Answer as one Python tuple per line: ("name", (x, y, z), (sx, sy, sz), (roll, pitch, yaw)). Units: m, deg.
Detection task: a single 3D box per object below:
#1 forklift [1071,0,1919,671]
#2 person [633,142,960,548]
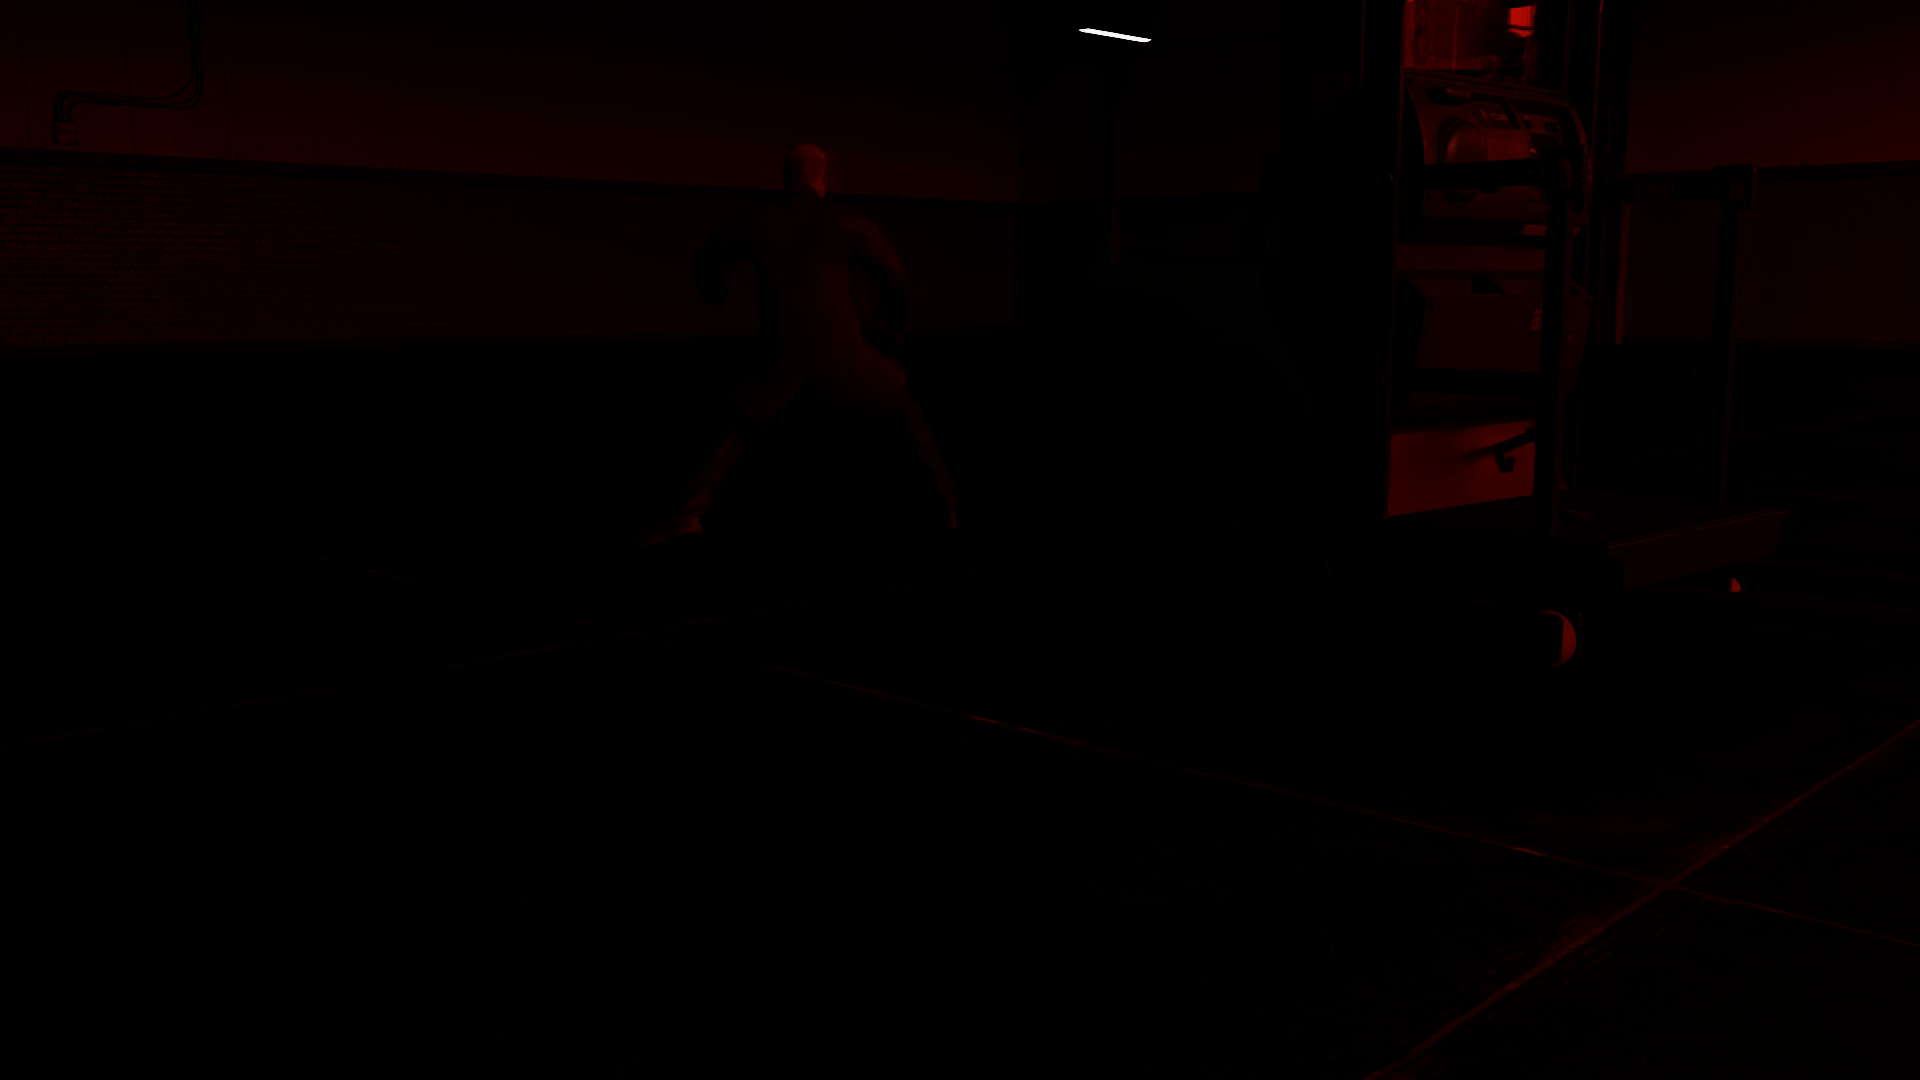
("forklift", (1.736, -1.186, 4.749), (1.130, 2.935, 3.031), (-8, 11, -41))
("person", (-0.640, -0.784, 6.719), (1.202, 1.593, 1.050), (2, 9, 11))
